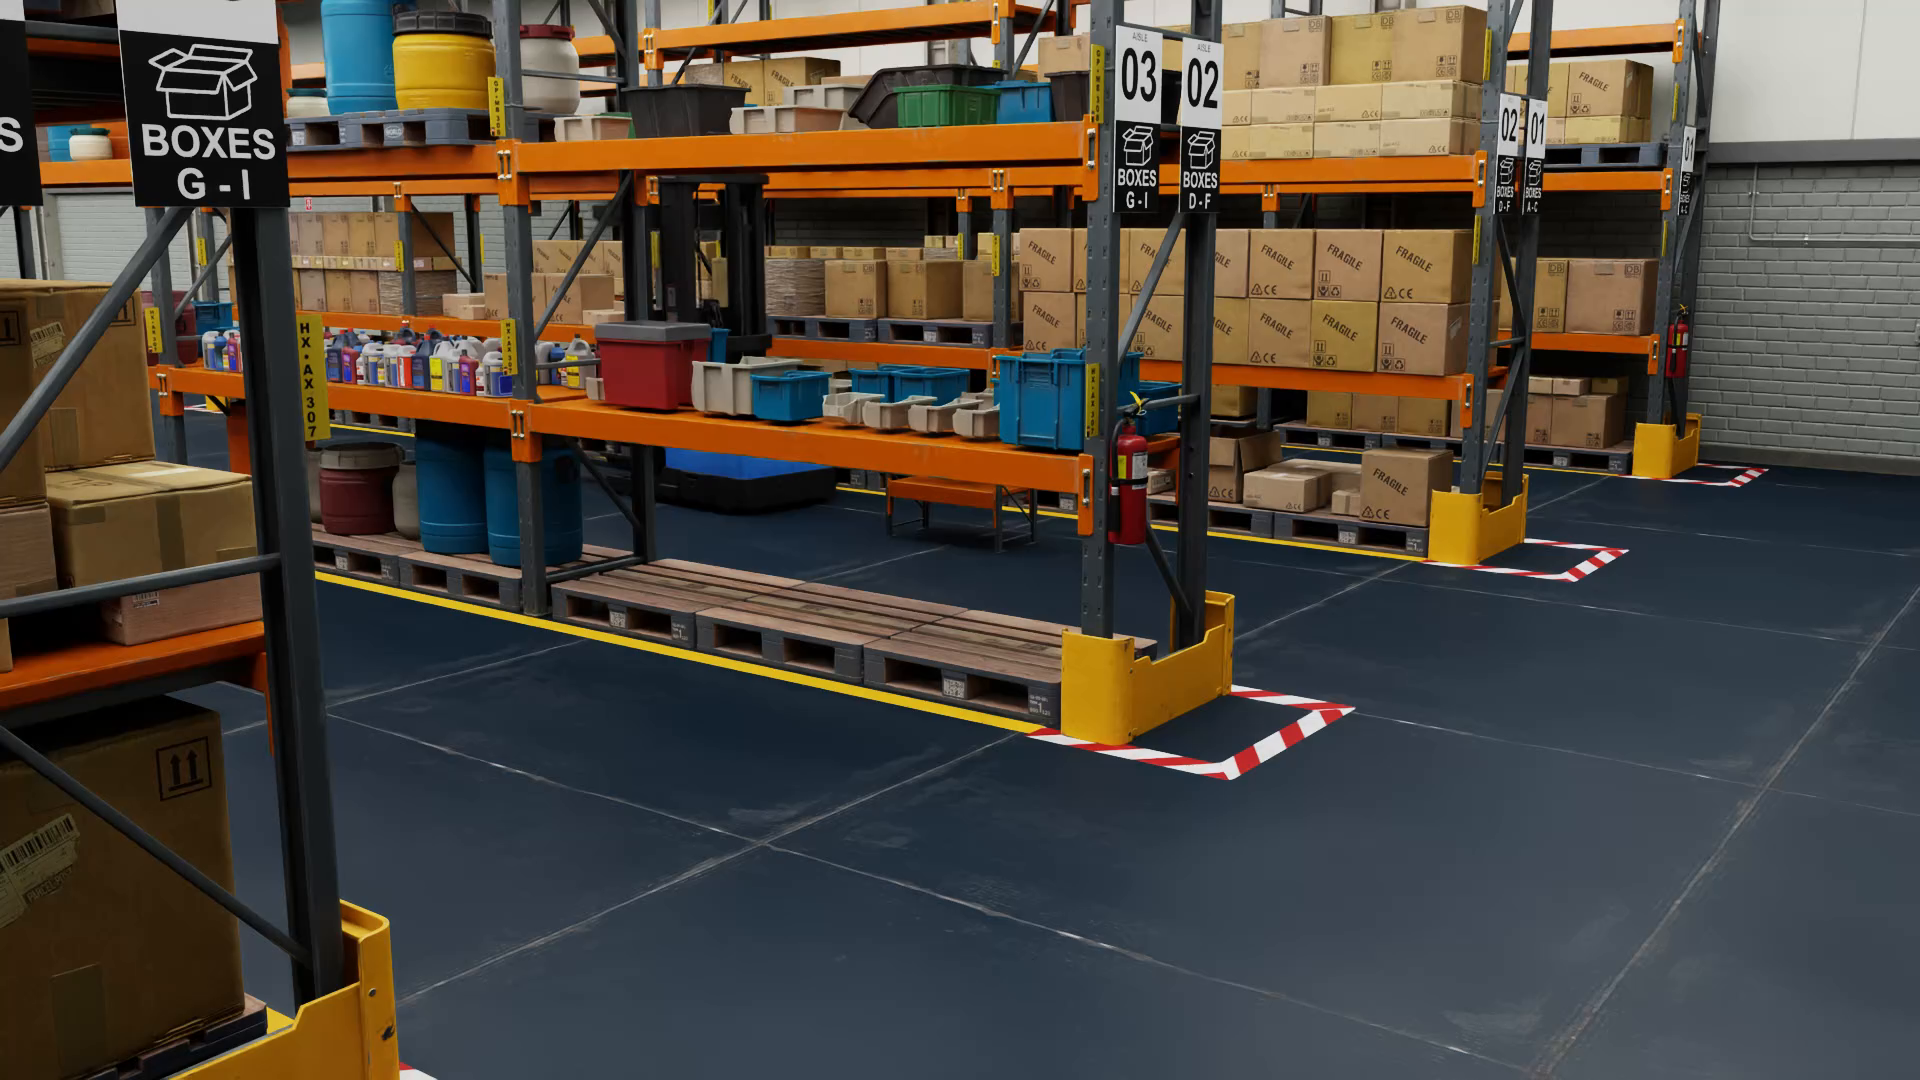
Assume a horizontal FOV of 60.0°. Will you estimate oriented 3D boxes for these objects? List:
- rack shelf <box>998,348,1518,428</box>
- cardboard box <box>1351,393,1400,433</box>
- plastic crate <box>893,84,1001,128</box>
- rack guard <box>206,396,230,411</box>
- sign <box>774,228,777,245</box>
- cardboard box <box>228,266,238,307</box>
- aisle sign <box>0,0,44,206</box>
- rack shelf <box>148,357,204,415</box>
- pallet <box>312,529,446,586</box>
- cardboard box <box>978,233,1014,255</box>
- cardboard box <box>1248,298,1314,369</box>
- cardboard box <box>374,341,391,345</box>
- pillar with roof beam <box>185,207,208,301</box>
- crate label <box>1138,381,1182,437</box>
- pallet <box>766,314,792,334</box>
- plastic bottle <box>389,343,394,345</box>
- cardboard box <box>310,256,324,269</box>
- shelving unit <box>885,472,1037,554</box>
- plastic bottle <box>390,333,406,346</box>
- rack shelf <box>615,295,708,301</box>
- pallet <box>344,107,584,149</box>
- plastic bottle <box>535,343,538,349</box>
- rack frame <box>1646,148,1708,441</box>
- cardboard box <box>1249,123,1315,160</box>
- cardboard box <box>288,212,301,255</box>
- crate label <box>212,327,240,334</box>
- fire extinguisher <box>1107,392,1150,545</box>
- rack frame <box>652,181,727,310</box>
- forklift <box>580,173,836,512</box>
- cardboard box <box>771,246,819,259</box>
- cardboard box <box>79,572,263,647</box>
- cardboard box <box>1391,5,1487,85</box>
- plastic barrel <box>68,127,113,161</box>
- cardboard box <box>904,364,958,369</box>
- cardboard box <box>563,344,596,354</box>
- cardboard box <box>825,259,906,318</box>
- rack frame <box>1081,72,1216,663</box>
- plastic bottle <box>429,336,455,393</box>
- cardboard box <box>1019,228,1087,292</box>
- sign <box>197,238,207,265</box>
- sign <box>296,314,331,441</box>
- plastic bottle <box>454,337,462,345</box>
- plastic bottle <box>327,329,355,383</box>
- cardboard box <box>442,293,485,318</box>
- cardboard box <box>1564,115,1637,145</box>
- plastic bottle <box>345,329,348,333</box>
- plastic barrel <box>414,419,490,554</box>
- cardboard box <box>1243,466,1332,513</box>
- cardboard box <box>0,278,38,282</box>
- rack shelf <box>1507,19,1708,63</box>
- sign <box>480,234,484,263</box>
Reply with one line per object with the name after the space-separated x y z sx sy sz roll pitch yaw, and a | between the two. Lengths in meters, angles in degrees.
2.228 -1.261 13.044 4.000 0.370 1.077 8 13 36 | rack shelf
4.490 -1.420 17.447 0.500 0.500 0.700 8 13 35 | cardboard box
-0.059 -2.067 7.978 0.336 0.188 0.450 8 13 36 | plastic crate
-9.075 -1.964 21.363 0.348 0.500 1.175 8 13 36 | rack guard
-2.577 -4.151 23.041 0.005 0.325 0.100 8 13 36 | sign
-8.687 -3.183 20.821 0.500 0.500 0.700 8 14 36 | cardboard box
-2.146 -1.095 3.450 0.004 0.787 0.394 8 13 36 | aisle sign
-7.155 -1.402 13.776 4.000 0.370 1.077 8 13 36 | rack shelf
-3.903 0.058 11.675 1.213 0.211 1.003 8 13 36 | pallet
0.558 -3.527 19.789 0.500 0.250 0.500 8 14 37 | cardboard box
2.499 -1.562 12.442 0.500 0.500 0.500 8 14 36 | cardboard box
-6.731 -2.039 19.333 0.500 0.500 0.500 8 13 36 | cardboard box
-17.271 -7.636 28.309 0.548 9.000 9.100 8 13 36 | pillar with roof beam
0.901 -0.657 8.310 0.303 0.233 0.416 8 13 36 | crate label
-2.020 -2.129 16.142 1.003 0.211 1.213 8 13 36 | pallet
-3.765 -1.173 11.034 0.097 0.271 0.097 0 11 0 | plastic bottle
-7.416 -3.276 19.596 0.250 0.149 0.380 8 14 37 | cardboard box
0.005 -0.552 12.419 1.048 1.125 0.538 8 13 36 | shelving unit
-3.979 -1.322 11.773 0.133 0.283 0.061 8 13 36 | plastic bottle
-4.515 -3.369 23.940 4.000 0.370 1.077 8 13 36 | rack shelf
-3.008 -2.534 10.332 1.003 0.211 1.213 8 13 36 | pallet
-2.838 -1.187 11.105 0.097 0.271 0.097 0 11 0 | plastic bottle
6.769 -2.148 15.736 0.127 3.000 1.000 8 13 36 | rack frame
2.463 -2.918 12.212 0.500 0.250 0.500 8 13 36 | cardboard box
-7.811 -3.699 20.073 0.500 0.500 0.700 8 14 36 | cardboard box
-5.660 -1.553 13.102 0.416 0.233 0.303 8 13 36 | crate label
0.758 -0.324 7.491 0.183 0.674 0.296 8 13 36 | fire extinguisher
-2.608 -2.289 16.463 0.127 3.000 1.000 8 13 36 | rack frame
-2.469 -1.882 14.543 3.031 2.935 1.130 10 15 43 | forklift
-2.066 -3.636 22.005 0.500 0.500 0.700 10 15 41 | cardboard box
-2.117 0.160 4.468 0.250 0.149 0.380 8 14 36 | cardboard box
3.417 -3.457 11.710 0.500 0.500 0.700 8 13 36 | cardboard box
-6.706 -3.043 12.827 0.301 0.262 0.301 0 11 0 | plastic barrel
-0.290 -2.109 20.957 0.500 0.500 0.700 8 14 36 | cardboard box
-5.622 -2.751 24.774 0.500 0.311 0.500 6 13 29 | cardboard box
-0.844 -2.283 15.066 0.500 0.500 0.700 4 12 21 | cardboard box
0.905 -0.631 7.896 0.127 3.000 1.000 8 13 36 | rack frame
-3.253 -1.110 10.500 0.185 0.351 0.144 8 13 36 | plastic bottle
0.830 -2.283 13.537 0.500 0.500 0.500 8 14 37 | cardboard box
-9.389 -3.568 20.586 0.005 0.325 0.100 8 13 36 | sign
-1.693 -0.421 4.322 0.005 0.325 0.100 8 13 36 | sign
-3.477 -1.276 11.565 0.097 0.271 0.097 0 11 0 | plastic bottle
-4.141 -1.234 11.140 0.185 0.351 0.144 8 13 36 | plastic bottle
-5.409 -2.616 18.550 0.500 0.250 0.500 9 14 39 | cardboard box
6.022 -3.844 15.631 0.500 0.250 0.500 8 14 37 | cardboard box
-4.539 -1.424 12.331 0.097 0.271 0.097 0 11 0 | plastic bottle
-3.318 -0.400 11.121 0.708 0.901 0.600 8 13 36 | plastic barrel
2.508 -0.390 12.730 0.500 0.250 0.500 8 13 36 | cardboard box
-3.078 -0.523 4.971 0.500 0.500 0.500 7 13 34 | cardboard box
5.157 -4.769 16.434 4.000 0.370 1.077 8 13 36 | rack shelf
-5.518 -3.352 19.120 0.005 0.325 0.100 8 13 36 | sign
